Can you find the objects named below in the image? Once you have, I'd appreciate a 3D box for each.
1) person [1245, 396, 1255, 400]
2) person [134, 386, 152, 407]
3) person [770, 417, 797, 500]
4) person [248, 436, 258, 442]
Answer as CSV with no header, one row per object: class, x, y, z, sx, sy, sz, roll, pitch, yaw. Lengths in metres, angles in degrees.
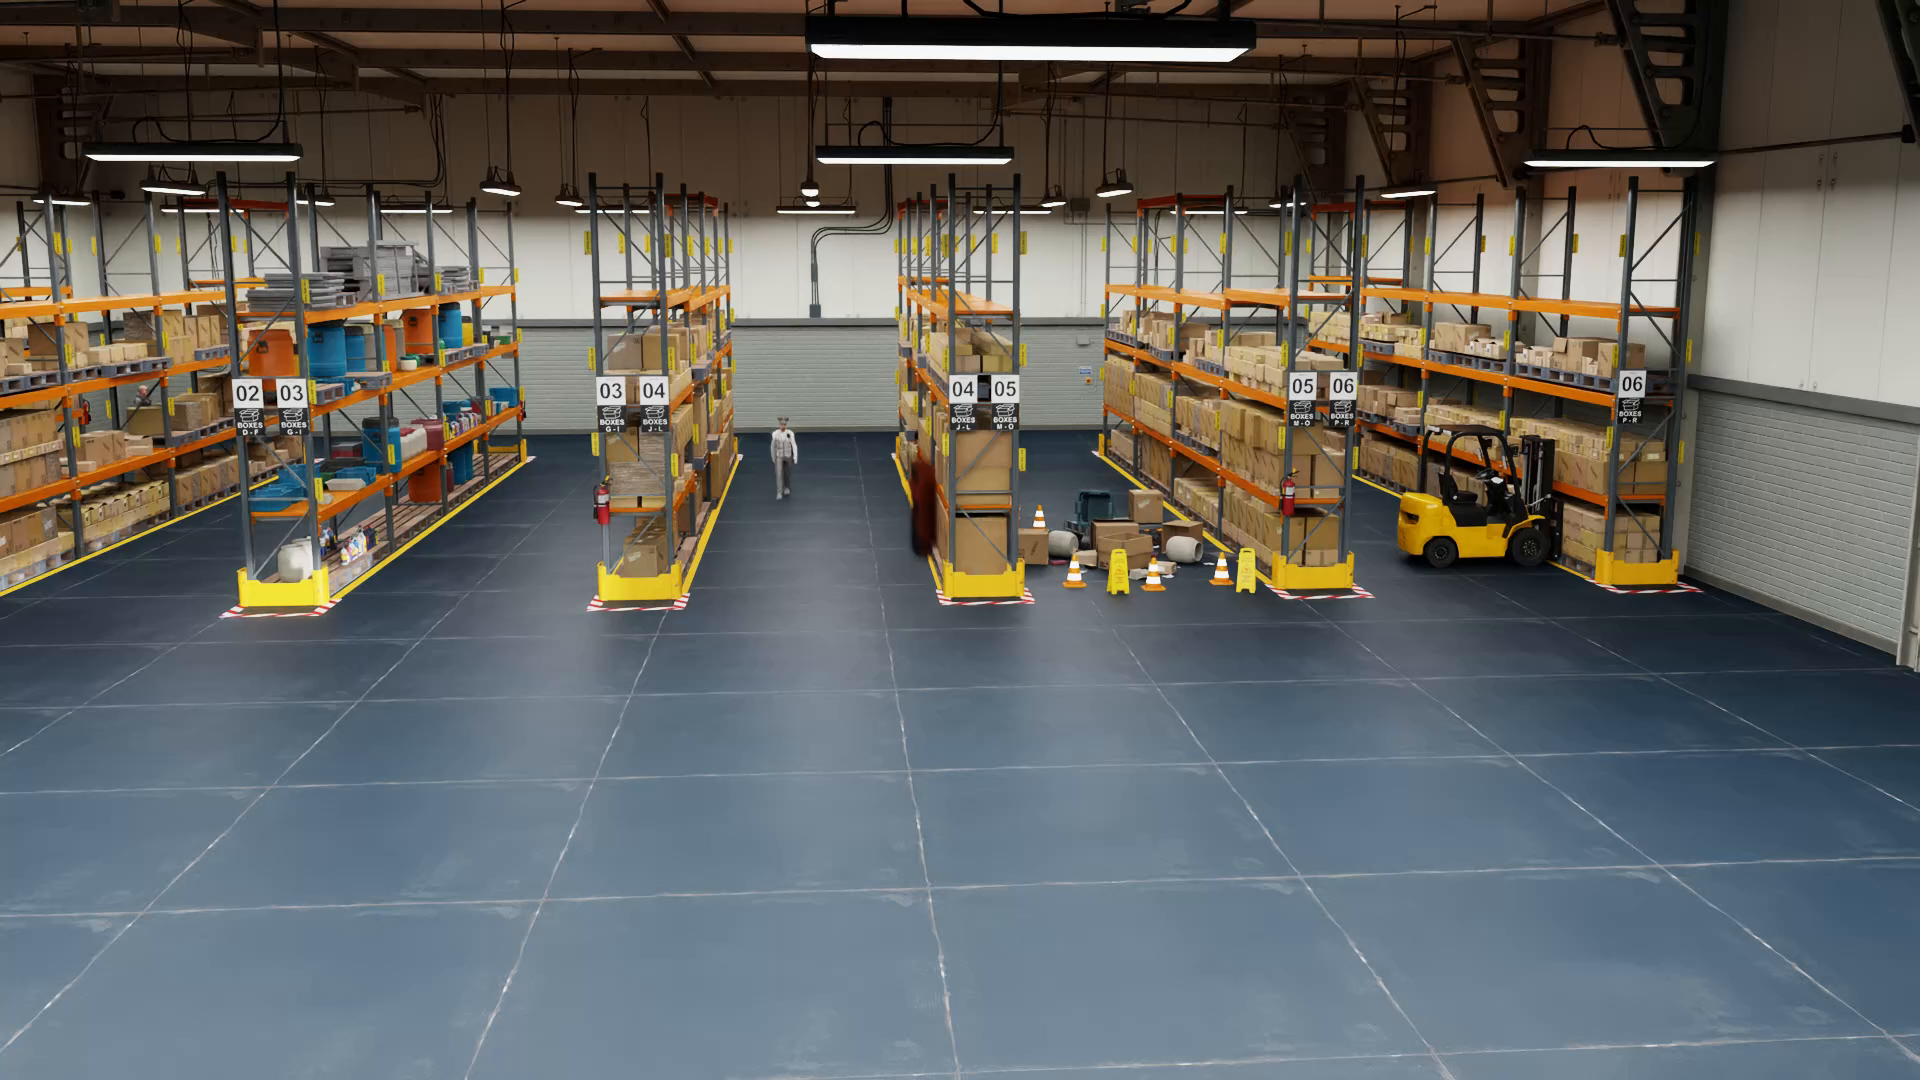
person,7.356,-3.287,42.216,0.783,1.765,0.546,0,10,-2
person,-19.406,-2.814,39.609,0.431,1.729,0.564,-1,10,-5
person,-3.524,-1.669,33.309,0.526,1.606,1.022,-1,10,-8
person,-17.529,-2.995,40.865,0.664,1.673,0.679,1,10,5
